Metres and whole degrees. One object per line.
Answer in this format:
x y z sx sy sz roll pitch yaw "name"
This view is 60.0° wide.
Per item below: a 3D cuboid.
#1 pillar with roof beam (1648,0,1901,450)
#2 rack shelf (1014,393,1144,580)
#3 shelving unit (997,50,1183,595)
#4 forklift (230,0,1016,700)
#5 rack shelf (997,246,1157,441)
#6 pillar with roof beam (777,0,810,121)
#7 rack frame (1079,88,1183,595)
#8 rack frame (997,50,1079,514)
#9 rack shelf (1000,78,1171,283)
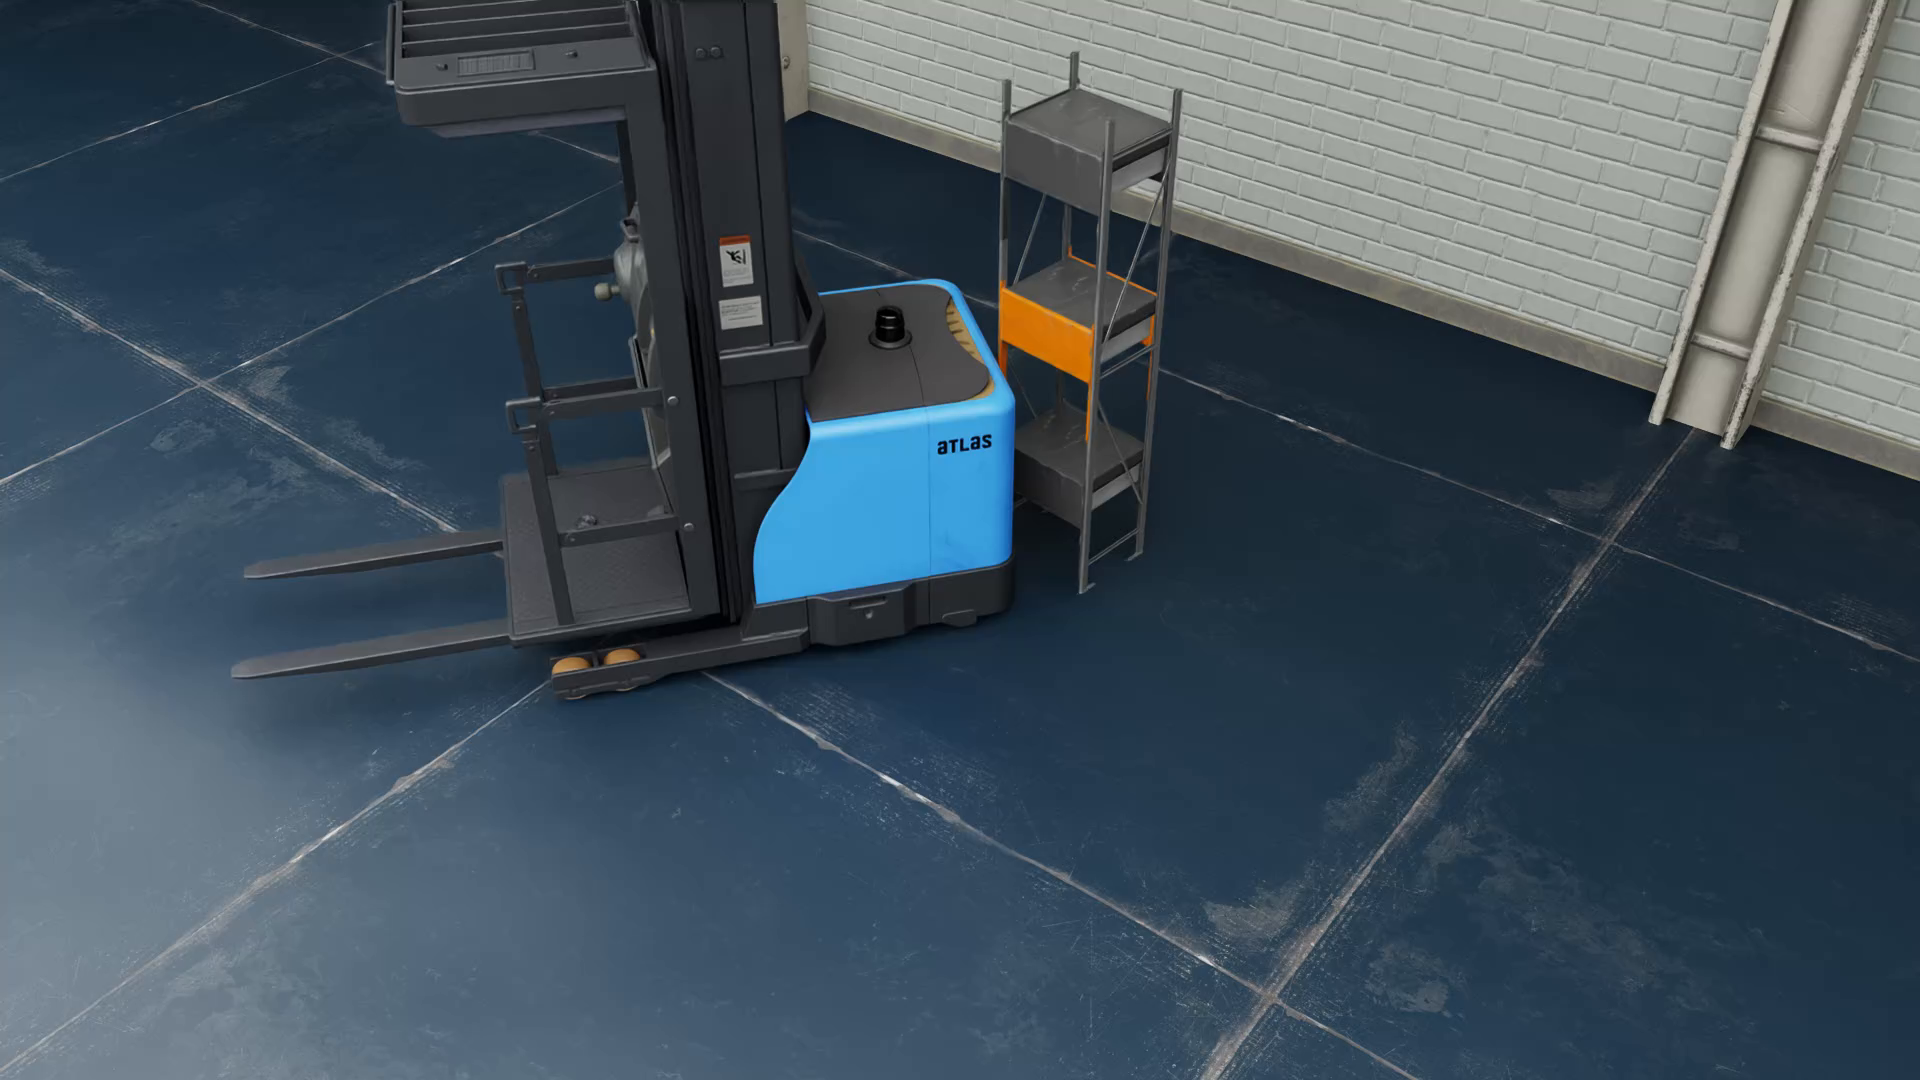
0.935 -2.005 2.512 0.400 9.000 9.100 25 45 29 "pillar with roof beam"
0.469 -0.229 6.997 0.480 0.518 0.431 31 48 34 "rack shelf"
0.469 -0.791 6.557 0.503 2.100 0.431 31 48 34 "shelving unit"
-1.351 -0.896 6.017 3.031 2.935 1.130 -9 39 -11 "forklift"
0.469 -0.781 6.566 0.480 0.518 0.431 31 48 34 "rack shelf"
-3.831 -4.252 5.382 0.400 9.000 9.100 25 45 29 "pillar with roof beam"
0.642 -0.686 6.422 0.015 2.100 0.400 31 48 34 "rack frame"
0.296 -0.897 6.693 0.015 2.100 0.400 31 48 34 "rack frame"
0.469 -1.332 6.134 0.480 0.518 0.431 31 48 34 "rack shelf"
